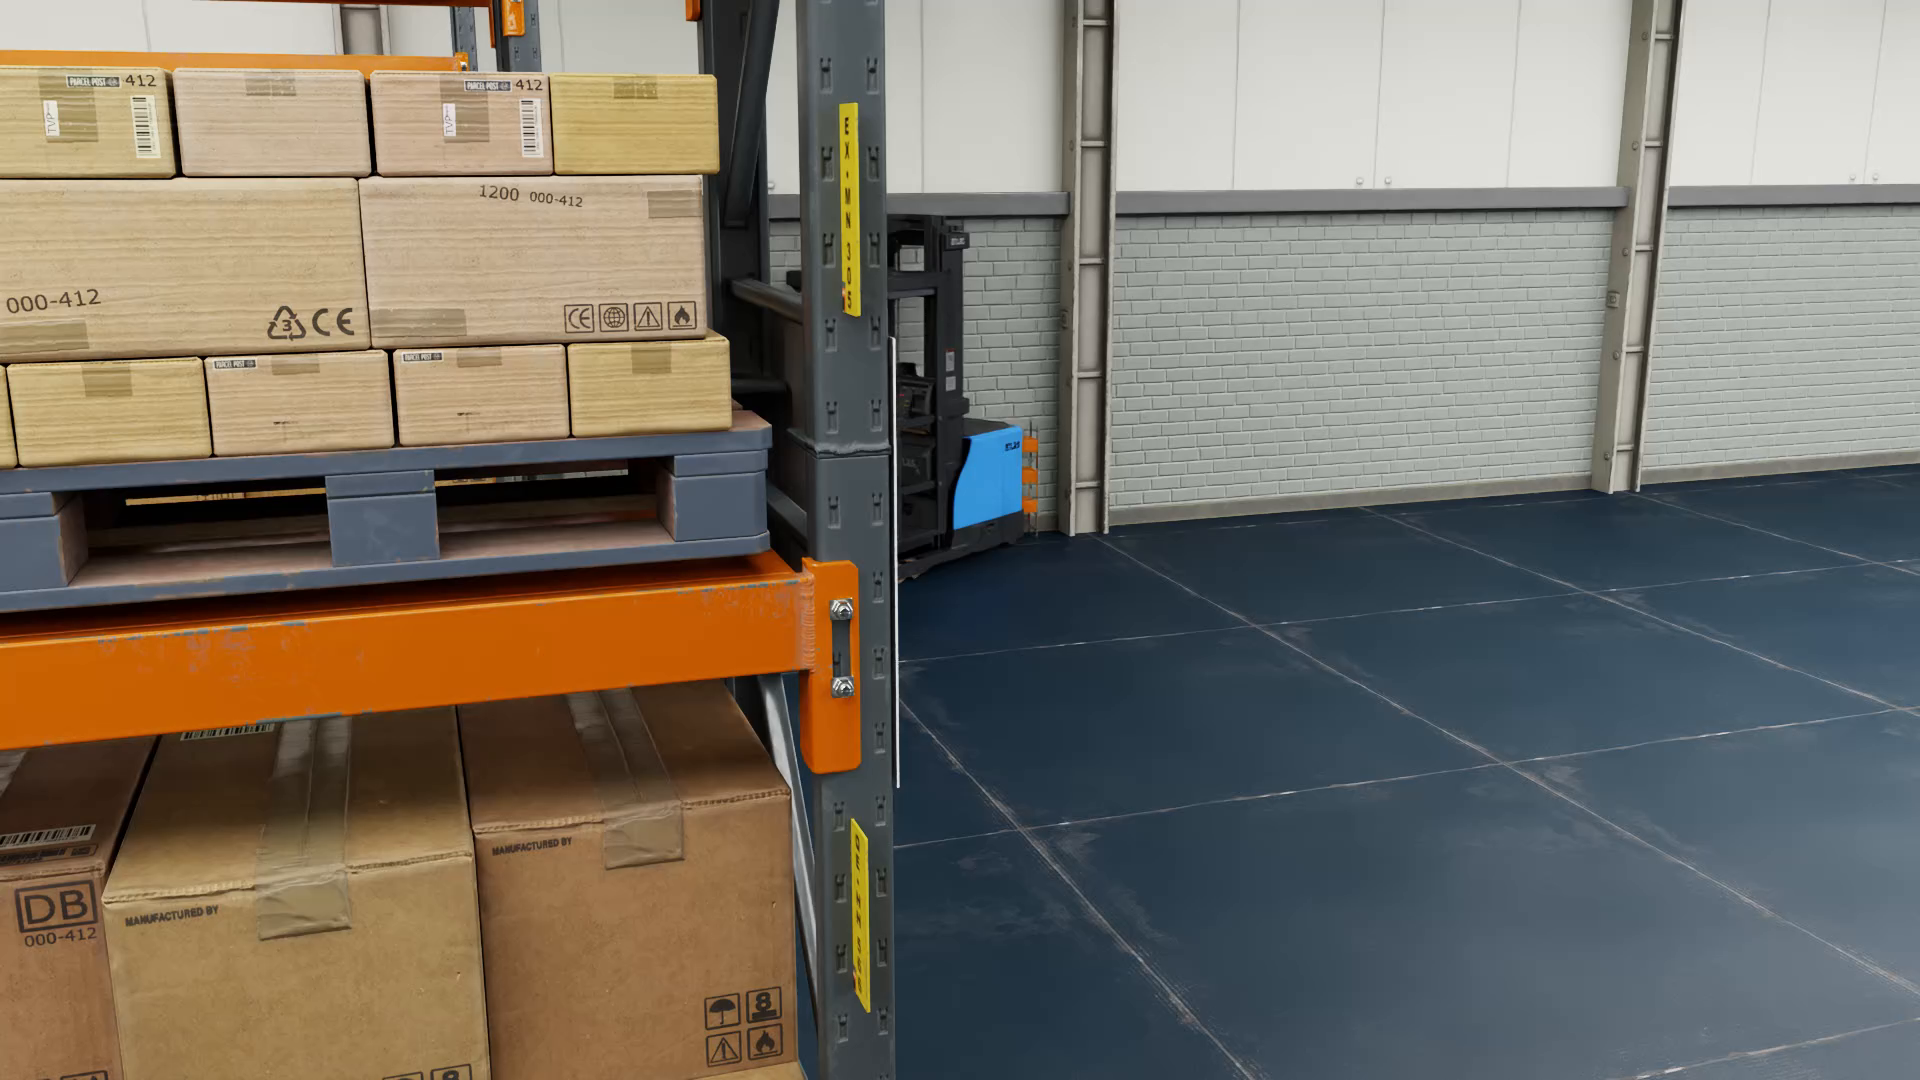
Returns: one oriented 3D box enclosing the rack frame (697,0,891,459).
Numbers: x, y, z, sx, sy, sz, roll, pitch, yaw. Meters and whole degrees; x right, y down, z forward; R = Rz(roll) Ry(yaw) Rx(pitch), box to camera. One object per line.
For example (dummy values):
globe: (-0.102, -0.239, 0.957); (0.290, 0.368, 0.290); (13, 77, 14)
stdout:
rack frame: (-0.334, -1.706, 2.869); (0.127, 3.000, 1.000); (-4, 14, -18)

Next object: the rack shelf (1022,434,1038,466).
rack shelf: (0.558, -0.813, 15.112); (0.240, 0.259, 0.215); (-4, 14, -18)

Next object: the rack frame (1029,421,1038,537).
rack frame: (0.674, -0.556, 15.212); (0.008, 1.050, 0.200); (-4, 14, -18)

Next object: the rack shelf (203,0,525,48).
rack shelf: (-3.904, -2.285, 6.865); (4.000, 0.370, 1.077); (-4, 14, -18)

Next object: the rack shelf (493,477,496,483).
rack shelf: (-5.491, -0.457, 12.135); (4.000, 0.370, 1.077); (-4, 14, -18)

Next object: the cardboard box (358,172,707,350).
cardboard box: (-0.709, -0.474, 2.730); (0.500, 0.250, 0.500); (-4, 14, -17)

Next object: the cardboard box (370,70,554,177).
cardboard box: (-0.782, -0.648, 2.599); (0.250, 0.149, 0.380); (-4, 14, -18)

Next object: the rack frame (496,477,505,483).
rack frame: (-3.595, -0.954, 12.672); (0.127, 3.000, 1.000); (-4, 14, -18)

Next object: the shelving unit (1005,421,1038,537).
shelving unit: (0.557, -0.547, 15.176); (0.252, 1.050, 0.215); (-4, 14, -18)

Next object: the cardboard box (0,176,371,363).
cardboard box: (-1.183, -0.437, 2.575); (0.500, 0.250, 0.500); (-4, 14, -18)

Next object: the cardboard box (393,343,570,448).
cardboard box: (-0.780, -0.260, 2.692); (0.250, 0.149, 0.380); (-4, 14, -18)

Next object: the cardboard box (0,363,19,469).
cardboard box: (-1.506, -0.204, 2.454); (0.250, 0.149, 0.380); (-5, 14, -19)

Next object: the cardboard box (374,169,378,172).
cardboard box: (-0.873, -0.592, 3.226); (0.500, 0.250, 0.500); (-4, 14, -18)

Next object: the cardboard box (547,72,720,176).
cardboard box: (-0.545, -0.666, 2.676); (0.250, 0.149, 0.380); (-4, 14, -18)

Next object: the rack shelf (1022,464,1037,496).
rack shelf: (0.557, -0.537, 15.178); (0.240, 0.259, 0.215); (-4, 14, -18)

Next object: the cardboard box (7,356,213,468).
cardboard box: (-1.263, -0.223, 2.534); (0.250, 0.149, 0.380); (-4, 14, -18)

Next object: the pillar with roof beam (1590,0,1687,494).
pillar with roof beam: (8.204, -3.960, 12.347); (0.400, 9.000, 9.100); (-4, 14, -18)

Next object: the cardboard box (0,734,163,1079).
cardboard box: (-1.764, 0.705, 3.038); (0.550, 0.550, 0.875); (-4, 14, -18)

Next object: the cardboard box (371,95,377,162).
cardboard box: (-1.232, -0.773, 3.126); (0.250, 0.149, 0.380); (-5, 14, -19)

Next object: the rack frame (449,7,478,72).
rack frame: (-3.595, -3.873, 11.978); (0.127, 3.000, 1.000); (-4, 14, -18)

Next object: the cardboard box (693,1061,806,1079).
cardboard box: (-0.671, 1.177, 3.389); (0.550, 0.550, 0.875); (-4, 14, -18)

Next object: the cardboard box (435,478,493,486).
cardboard box: (-2.423, -0.460, 7.575); (0.500, 0.500, 0.700); (-5, 14, -19)

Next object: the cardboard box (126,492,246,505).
cardboard box: (-3.356, -0.364, 7.172); (0.500, 0.500, 0.700); (-5, 14, -19)

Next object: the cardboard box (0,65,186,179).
cardboard box: (-1.270, -0.610, 2.438); (0.250, 0.149, 0.380); (-4, 14, -17)

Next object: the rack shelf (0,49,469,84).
rack shelf: (-5.491, -3.181, 11.487); (4.000, 0.370, 1.077); (-4, 14, -18)

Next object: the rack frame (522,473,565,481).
rack frame: (-2.009, 0.134, 8.096); (0.127, 3.000, 1.000); (-4, 14, -18)

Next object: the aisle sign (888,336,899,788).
aisle sign: (-0.171, 0.008, 3.008); (0.004, 0.787, 0.394); (-4, 14, -18)

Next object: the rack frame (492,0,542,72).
rack frame: (-2.009, -2.784, 7.402); (0.127, 3.000, 1.000); (-4, 14, -18)

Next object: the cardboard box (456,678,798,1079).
cardboard box: (-0.698, 0.633, 3.342); (0.550, 0.550, 0.875); (-4, 14, -18)

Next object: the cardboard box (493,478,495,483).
cardboard box: (-2.546, -0.085, 8.159); (0.500, 0.500, 0.500); (-5, 14, -19)

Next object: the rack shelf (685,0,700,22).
rack shelf: (-2.230, -1.014, 2.378); (4.000, 0.370, 1.077); (-4, 14, -18)

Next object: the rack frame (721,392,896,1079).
rack frame: (-0.334, 1.212, 3.564); (0.127, 3.000, 1.000); (-4, 14, -18)

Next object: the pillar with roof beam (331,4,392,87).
pillar with roof beam: (-3.170, -3.075, 8.623); (0.400, 9.000, 9.100); (-4, 14, -18)

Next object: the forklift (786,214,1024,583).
forklift: (-0.733, -1.200, 13.854); (1.130, 2.935, 3.031); (10, 17, 37)

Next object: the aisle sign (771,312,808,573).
aisle sign: (-0.363, -0.123, 3.561); (0.004, 0.787, 0.394); (-4, 14, -18)

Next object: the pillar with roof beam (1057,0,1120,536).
pillar with roof beam: (2.517, -3.518, 10.485); (0.400, 9.000, 9.100); (-4, 14, -18)

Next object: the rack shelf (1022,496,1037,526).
rack shelf: (0.557, -0.267, 15.242); (0.240, 0.259, 0.215); (-4, 14, -18)

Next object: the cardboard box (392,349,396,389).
cardboard box: (-1.003, -0.404, 3.295); (0.250, 0.149, 0.380); (-4, 14, -18)

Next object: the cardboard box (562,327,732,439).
cardboard box: (-0.541, -0.279, 2.770); (0.250, 0.149, 0.380); (-4, 14, -18)

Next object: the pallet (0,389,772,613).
pallet: (-1.034, -0.147, 2.987); (1.213, 0.211, 1.003); (-4, 14, -18)

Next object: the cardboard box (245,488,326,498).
cardboard box: (-2.905, -0.424, 7.425); (0.500, 0.500, 0.700); (-4, 14, -18)

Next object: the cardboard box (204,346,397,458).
cardboard box: (-1.023, -0.241, 2.612); (0.250, 0.149, 0.380); (-4, 14, -17)

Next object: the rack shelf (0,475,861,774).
rack shelf: (-2.230, 0.251, 2.679); (4.000, 0.370, 1.077); (-4, 14, -18)

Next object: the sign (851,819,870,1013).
sign: (-0.174, 0.654, 2.898); (0.005, 0.325, 0.100); (-4, 14, -18)

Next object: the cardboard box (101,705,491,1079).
cardboard box: (-1.190, 0.694, 3.086); (0.550, 0.550, 0.875); (-4, 14, -18)

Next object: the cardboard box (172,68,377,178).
cardboard box: (-1.025, -0.629, 2.520); (0.250, 0.149, 0.380); (-4, 14, -17)

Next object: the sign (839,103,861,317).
sign: (-0.174, -0.519, 2.618); (0.005, 0.325, 0.100); (-4, 14, -18)
